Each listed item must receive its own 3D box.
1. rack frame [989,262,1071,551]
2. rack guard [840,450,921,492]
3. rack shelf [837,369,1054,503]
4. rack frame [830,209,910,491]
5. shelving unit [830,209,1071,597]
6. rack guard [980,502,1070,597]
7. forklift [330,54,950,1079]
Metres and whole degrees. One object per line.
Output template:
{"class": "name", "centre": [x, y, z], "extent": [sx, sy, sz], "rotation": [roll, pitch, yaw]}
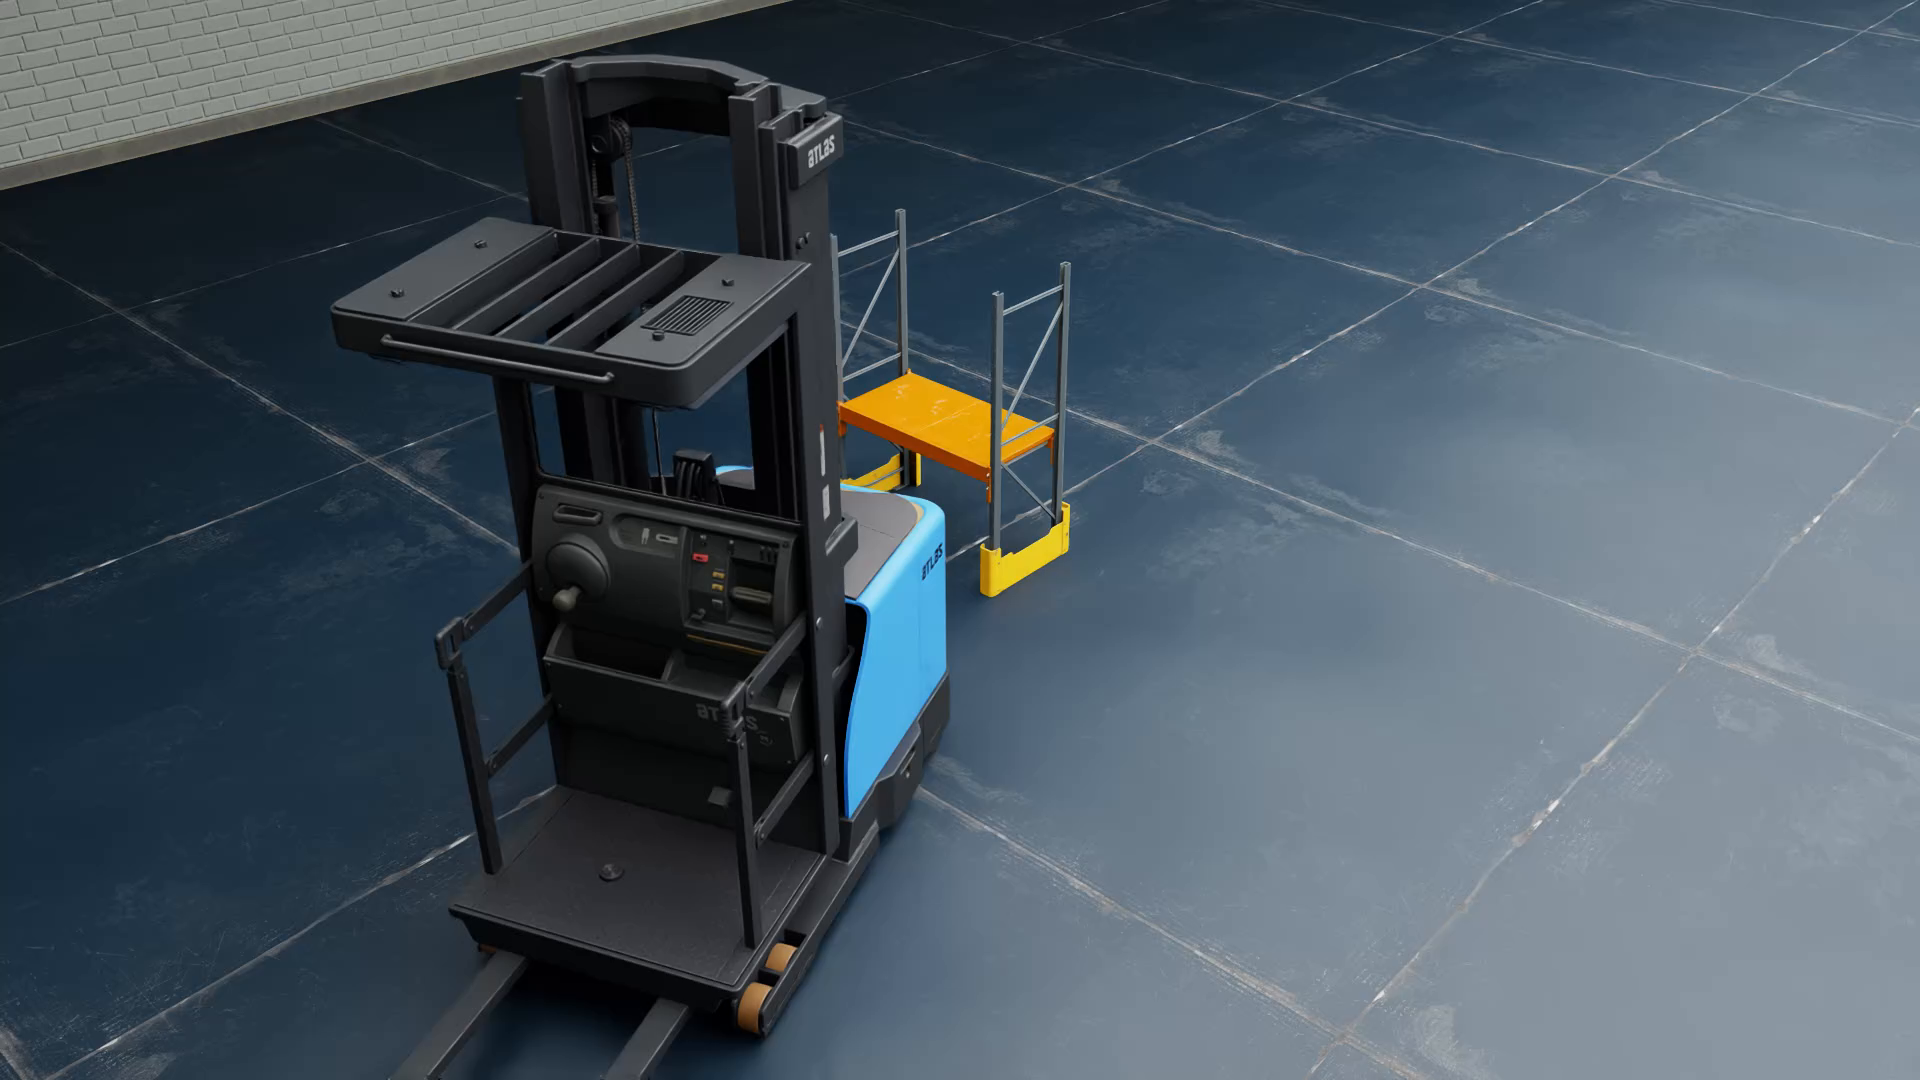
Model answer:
{"class": "rack frame", "centre": [0.314, -0.496, 7.620], "extent": [0.032, 1.500, 0.500], "rotation": [25, 39, 35]}
{"class": "rack guard", "centre": [-0.426, -0.306, 8.516], "extent": [0.087, 0.250, 0.587], "rotation": [25, 39, 35]}
{"class": "rack shelf", "centre": [-0.063, -0.518, 8.005], "extent": [1.000, 0.185, 0.538], "rotation": [25, 39, 35]}
{"class": "rack frame", "centre": [-0.440, -0.848, 8.204], "extent": [0.032, 1.500, 0.500], "rotation": [25, 39, 35]}
{"class": "shelving unit", "centre": [-0.057, -0.669, 7.907], "extent": [1.083, 1.500, 0.587], "rotation": [25, 39, 35]}
{"class": "rack guard", "centre": [0.313, 0.039, 7.943], "extent": [0.087, 0.250, 0.587], "rotation": [25, 39, 35]}
{"class": "forklift", "centre": [-1.036, 0.140, 5.176], "extent": [1.130, 2.935, 3.031], "rotation": [11, 33, 18]}
